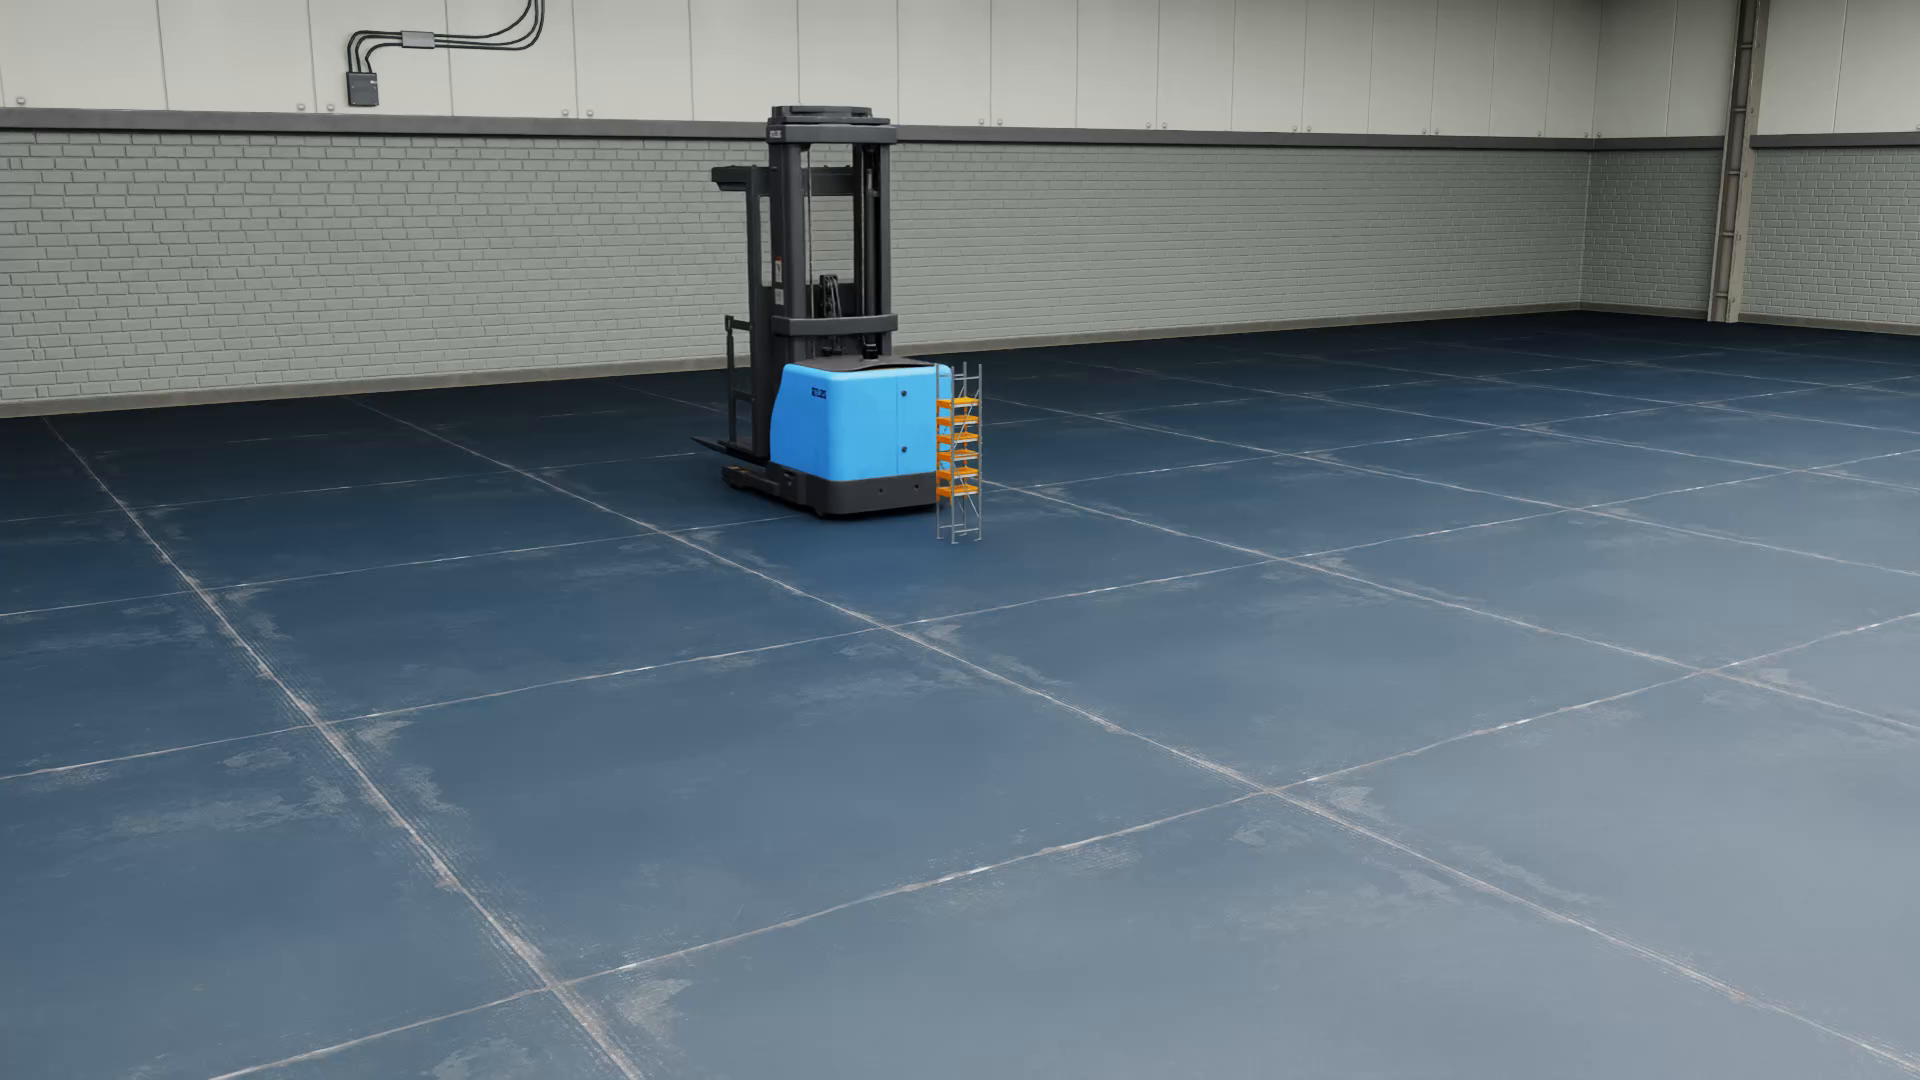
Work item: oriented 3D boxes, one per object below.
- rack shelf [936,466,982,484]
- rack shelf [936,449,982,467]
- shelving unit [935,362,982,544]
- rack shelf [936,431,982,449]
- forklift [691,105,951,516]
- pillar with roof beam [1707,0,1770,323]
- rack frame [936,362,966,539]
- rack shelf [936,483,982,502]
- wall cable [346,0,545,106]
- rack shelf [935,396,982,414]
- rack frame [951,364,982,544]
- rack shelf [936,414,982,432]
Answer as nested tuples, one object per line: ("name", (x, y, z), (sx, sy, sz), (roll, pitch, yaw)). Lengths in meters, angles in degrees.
("rack shelf", (-0.008, -0.428, 11.280), (0.258, 0.103, 0.180), (-8, 15, -33))
("rack shelf", (-0.008, -0.545, 11.255), (0.258, 0.103, 0.180), (-8, 15, -33))
("shelving unit", (-0.008, -0.589, 11.245), (0.258, 1.200, 0.189), (-8, 15, -33))
("rack shelf", (-0.008, -0.663, 11.229), (0.258, 0.103, 0.180), (-8, 15, -33))
("forklift", (-1.247, -1.869, 13.048), (1.130, 2.935, 3.031), (-8, 14, -31))
("pillar with roof beam", (9.482, -7.631, 25.194), (9.100, 9.000, 0.400), (-8, 15, -33))
("rack frame", (-0.059, -0.605, 11.320), (0.240, 1.200, 0.006), (-8, 15, -33))
("rack shelf", (-0.008, -0.311, 11.306), (0.258, 0.103, 0.180), (-8, 15, -33))
("wall cable", (-5.777, -7.875, 18.349), (2.305, 6.003, 0.169), (-8, 15, -33))
("rack shelf", (-0.008, -0.897, 11.178), (0.258, 0.103, 0.180), (-8, 15, -33))
("rack frame", (0.043, -0.572, 11.171), (0.240, 1.200, 0.006), (-8, 15, -33))
("rack shelf", (-0.008, -0.780, 11.204), (0.258, 0.103, 0.180), (-8, 15, -33))
